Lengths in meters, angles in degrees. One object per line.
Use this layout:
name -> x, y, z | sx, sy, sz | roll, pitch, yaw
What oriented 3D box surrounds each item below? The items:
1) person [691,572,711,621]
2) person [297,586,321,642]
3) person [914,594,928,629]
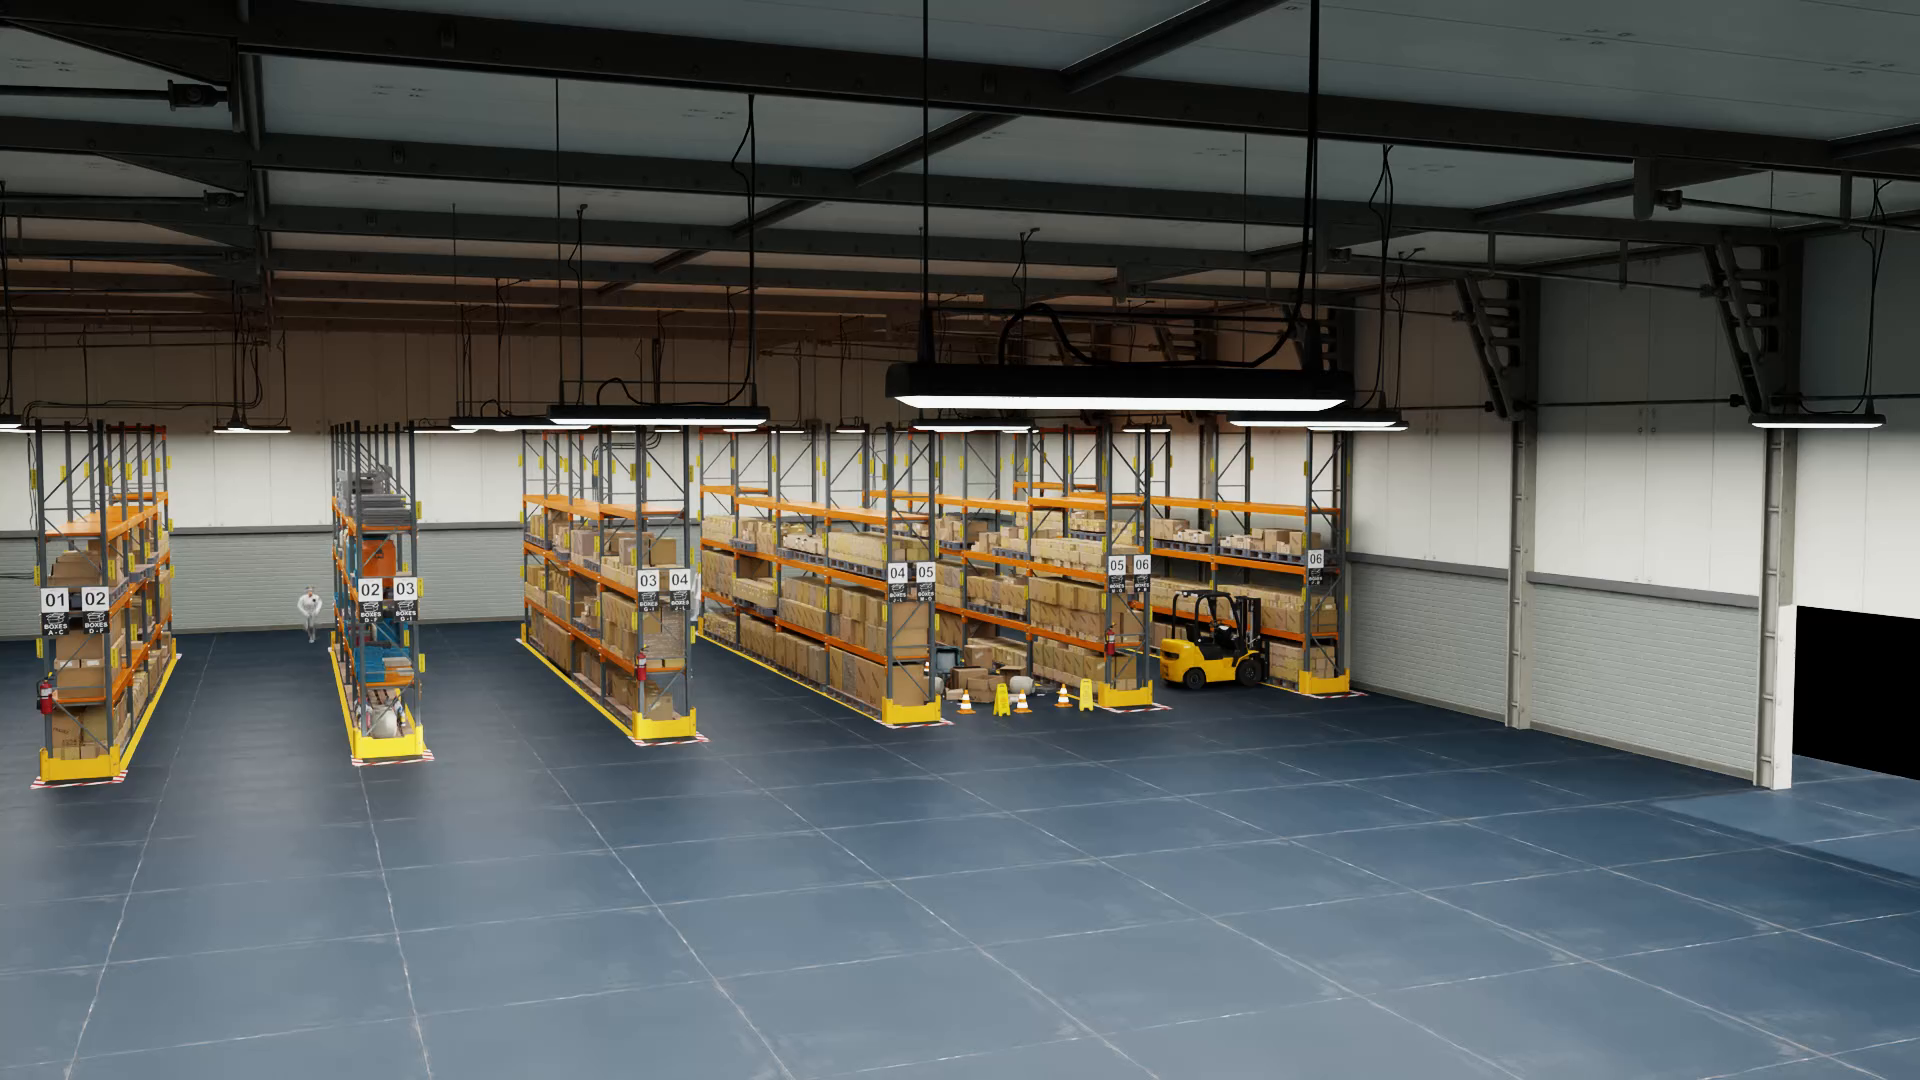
person -> -8.043, 1.622, 51.598 | 0.635, 1.760, 0.934 | 3, 5, 38
person -> -17.997, 2.055, 46.020 | 0.558, 1.597, 0.698 | -1, 4, -9
person -> -1.055, 2.140, 40.829 | 0.624, 1.645, 0.715 | -2, 4, -33
